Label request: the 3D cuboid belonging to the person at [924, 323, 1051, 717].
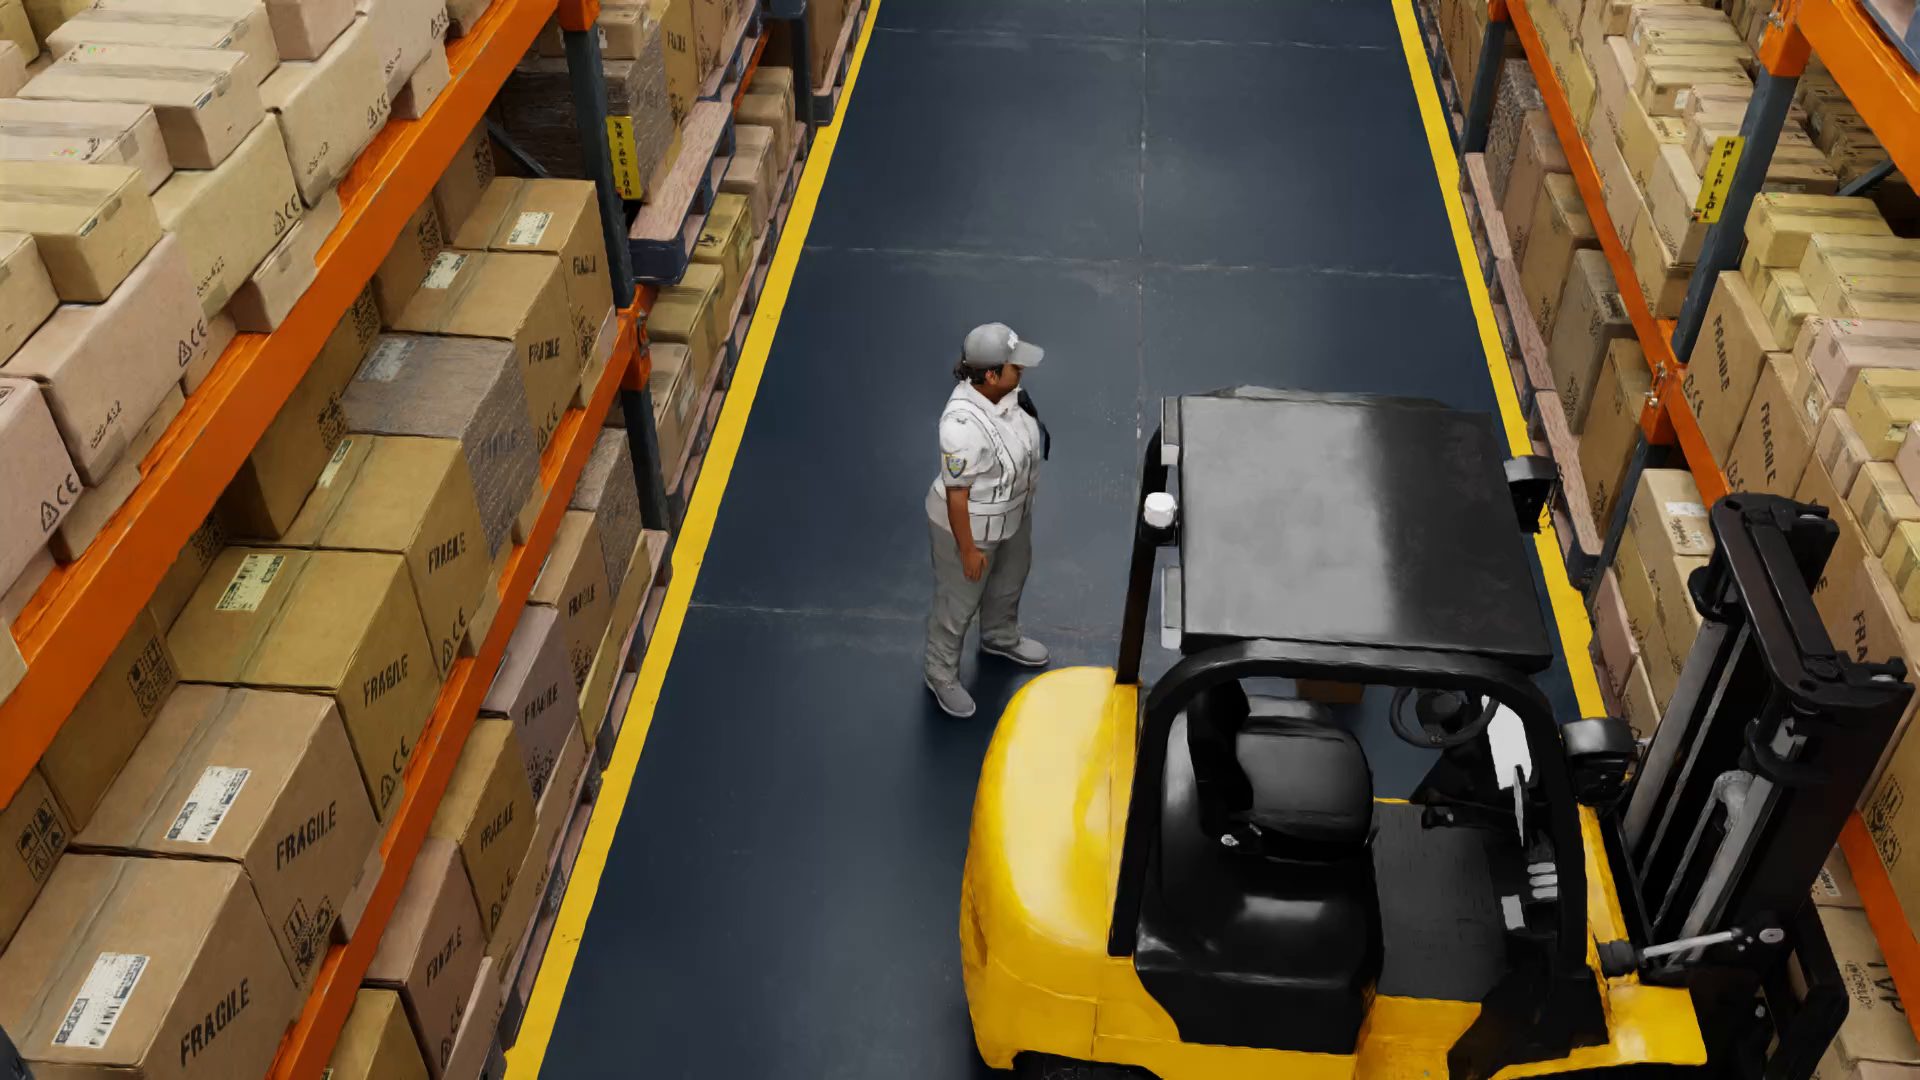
[{"bbox_3d":[0.089,-0.082,6.230,0.410,1.675,0.526,19,44,21],"label":"person"}]
